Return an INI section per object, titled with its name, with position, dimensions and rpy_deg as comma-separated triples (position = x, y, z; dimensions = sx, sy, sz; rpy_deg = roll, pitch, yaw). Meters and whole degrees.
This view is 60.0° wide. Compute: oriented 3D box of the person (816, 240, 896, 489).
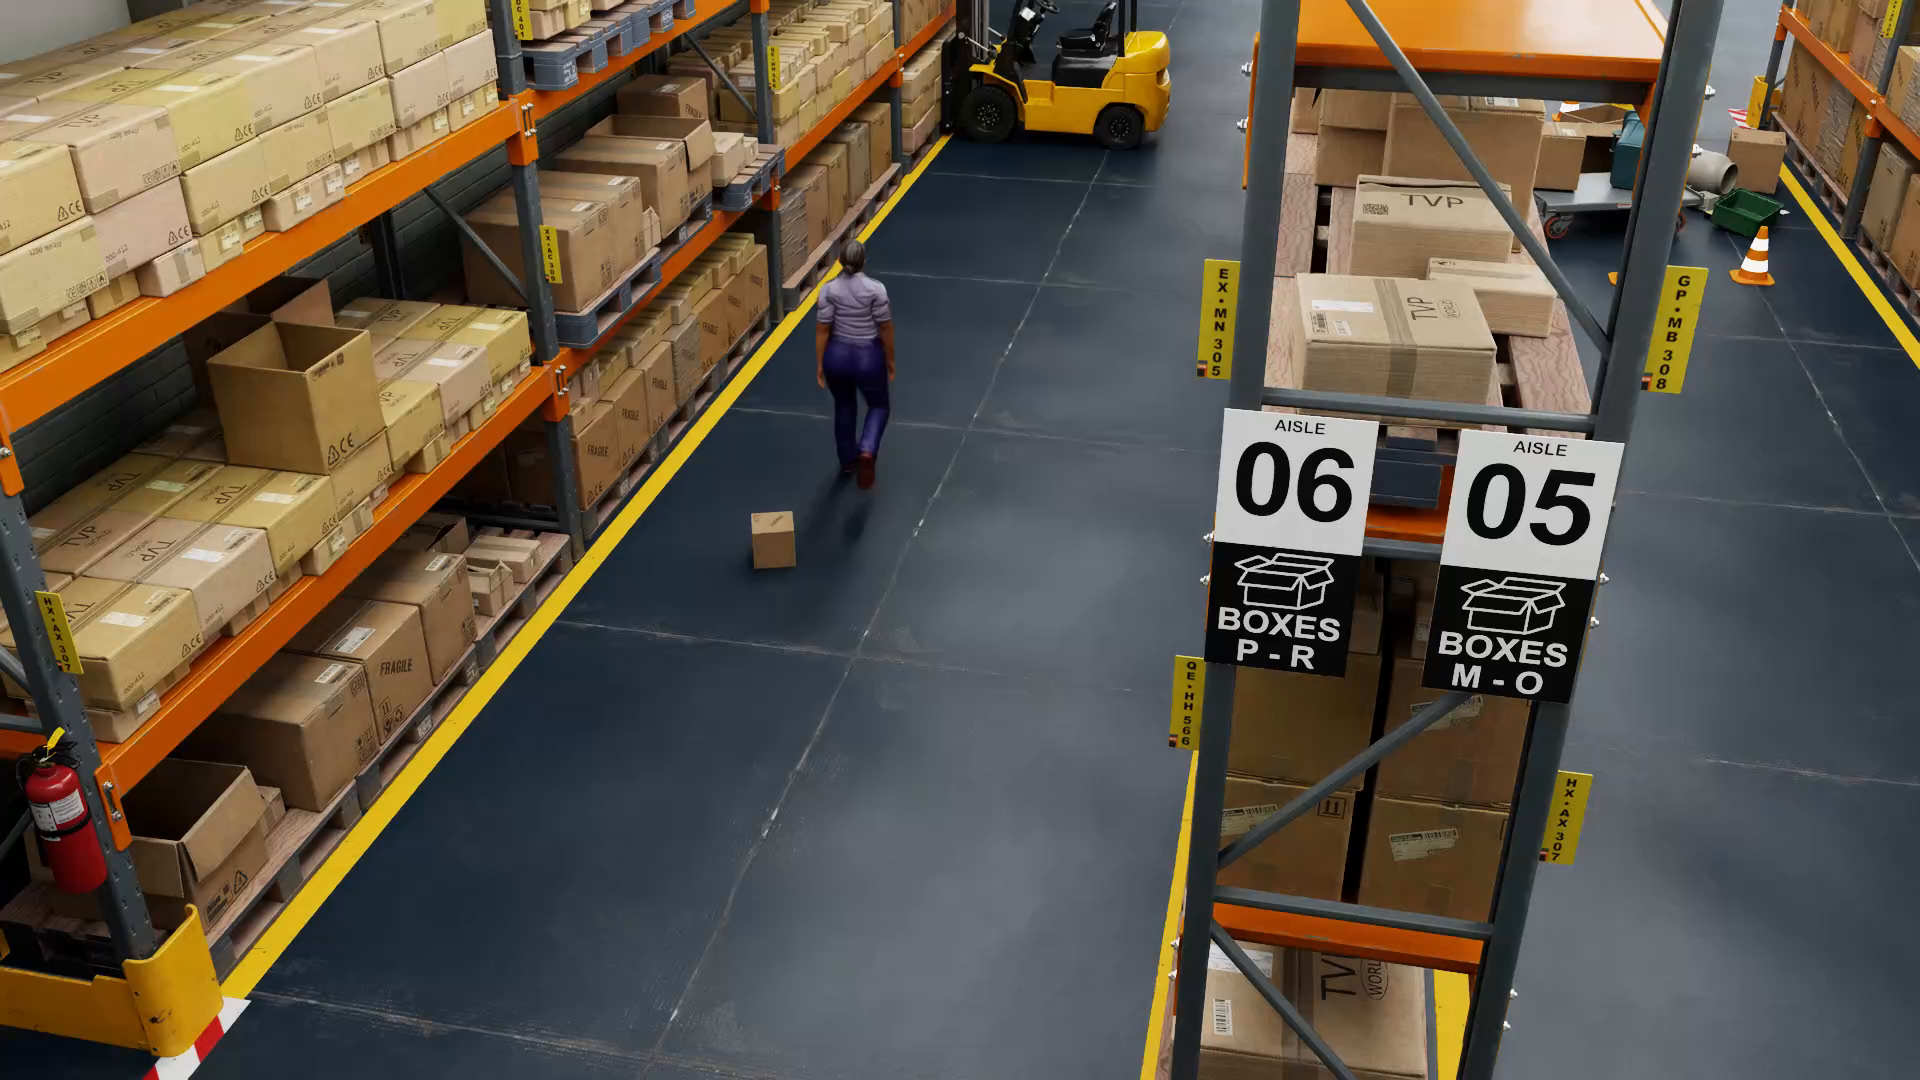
[person]
position = -0.670, -1.125, 10.635
dimensions = 0.497, 1.622, 0.654
rpy_deg = 3, 29, 6
